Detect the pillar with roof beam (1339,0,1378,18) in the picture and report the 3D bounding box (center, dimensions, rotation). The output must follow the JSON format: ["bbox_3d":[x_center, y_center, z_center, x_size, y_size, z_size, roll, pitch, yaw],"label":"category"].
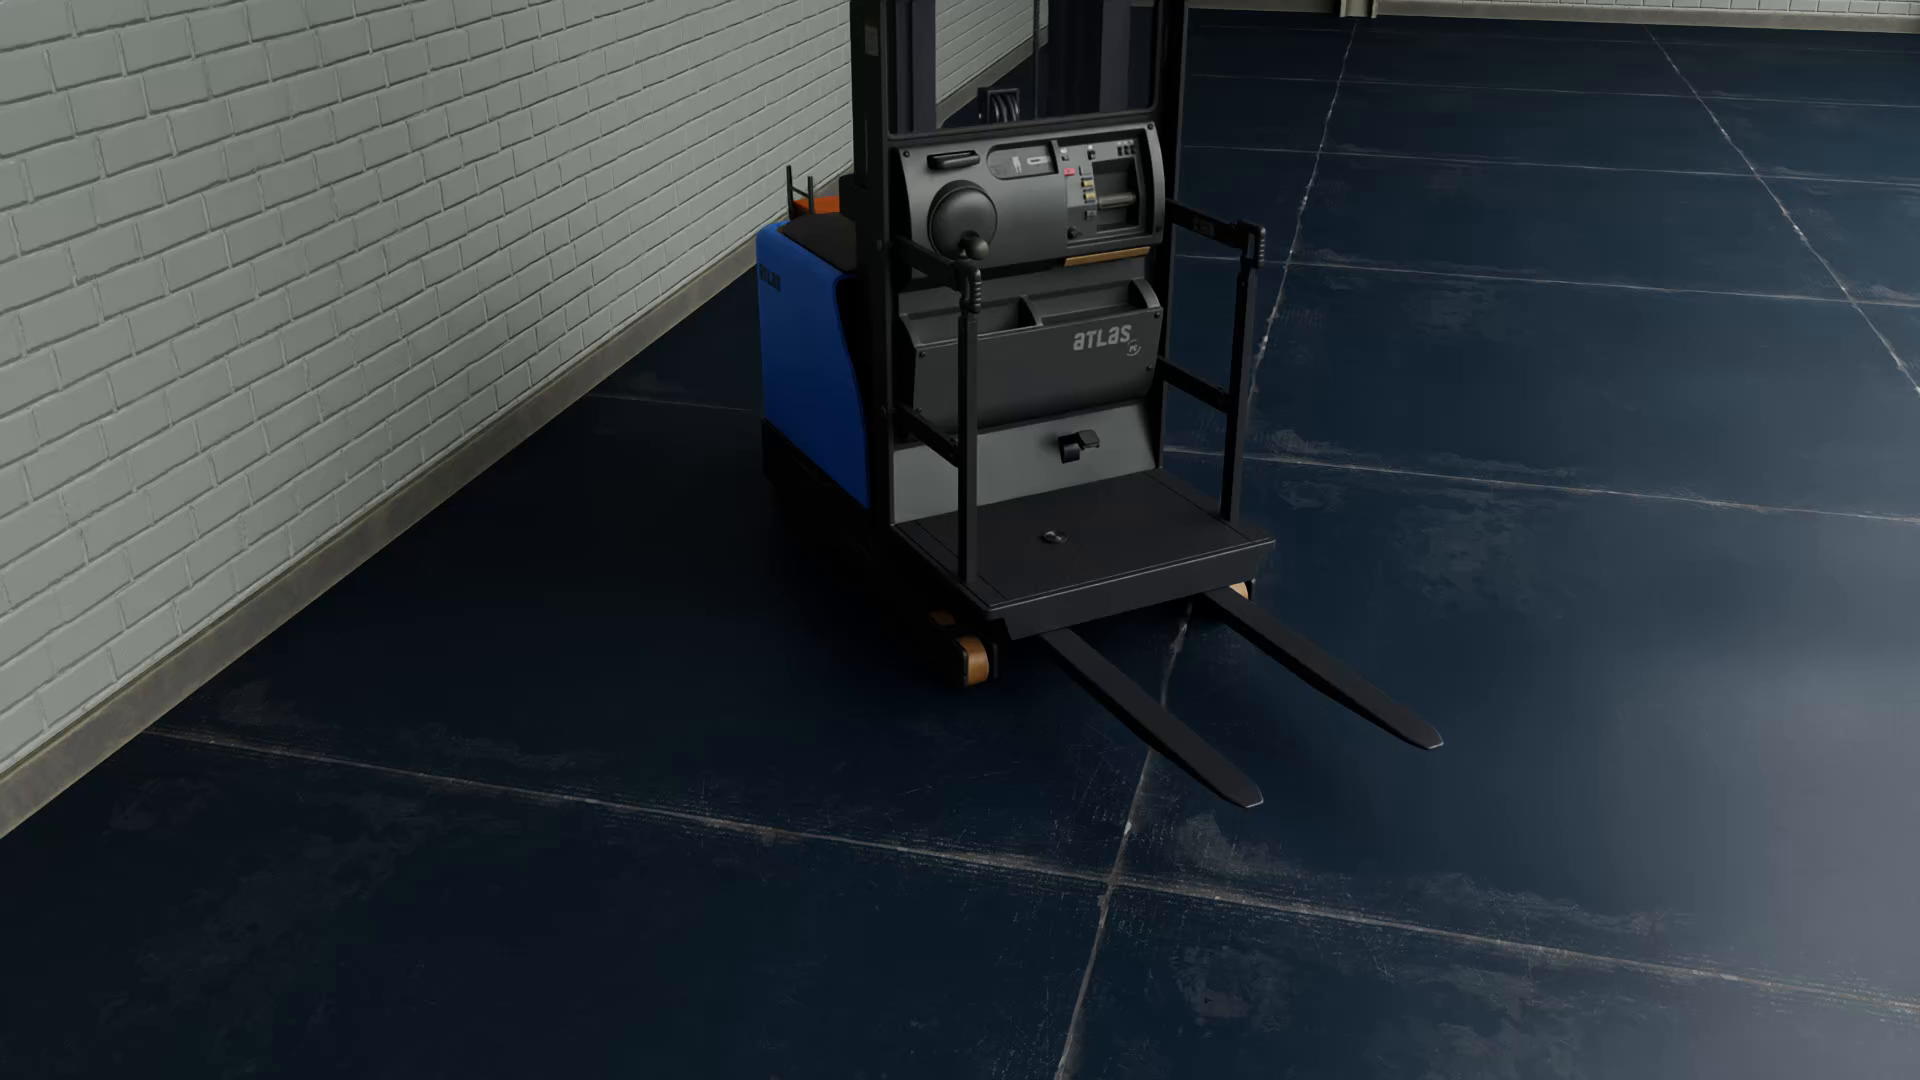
[{"bbox_3d":[3.361,-8.111,12.819,0.400,9.000,9.100,6,26,13],"label":"pillar with roof beam"}]

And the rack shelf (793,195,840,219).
[{"bbox_3d":[-0.407,-1.296,6.658,0.480,0.148,0.258,-12,27,-24],"label":"rack shelf"}]

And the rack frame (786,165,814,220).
[{"bbox_3d":[-0.621,-0.891,6.721,0.015,1.200,0.240,-12,27,-24],"label":"rack frame"}]

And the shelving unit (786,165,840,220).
[{"bbox_3d":[-0.404,-0.939,6.822,0.503,1.200,0.258,-12,27,-24],"label":"shelving unit"}]

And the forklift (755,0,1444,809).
[{"bbox_3d":[0.339,-1.076,5.100,1.130,2.935,3.031,-12,28,-24],"label":"forklift"}]
